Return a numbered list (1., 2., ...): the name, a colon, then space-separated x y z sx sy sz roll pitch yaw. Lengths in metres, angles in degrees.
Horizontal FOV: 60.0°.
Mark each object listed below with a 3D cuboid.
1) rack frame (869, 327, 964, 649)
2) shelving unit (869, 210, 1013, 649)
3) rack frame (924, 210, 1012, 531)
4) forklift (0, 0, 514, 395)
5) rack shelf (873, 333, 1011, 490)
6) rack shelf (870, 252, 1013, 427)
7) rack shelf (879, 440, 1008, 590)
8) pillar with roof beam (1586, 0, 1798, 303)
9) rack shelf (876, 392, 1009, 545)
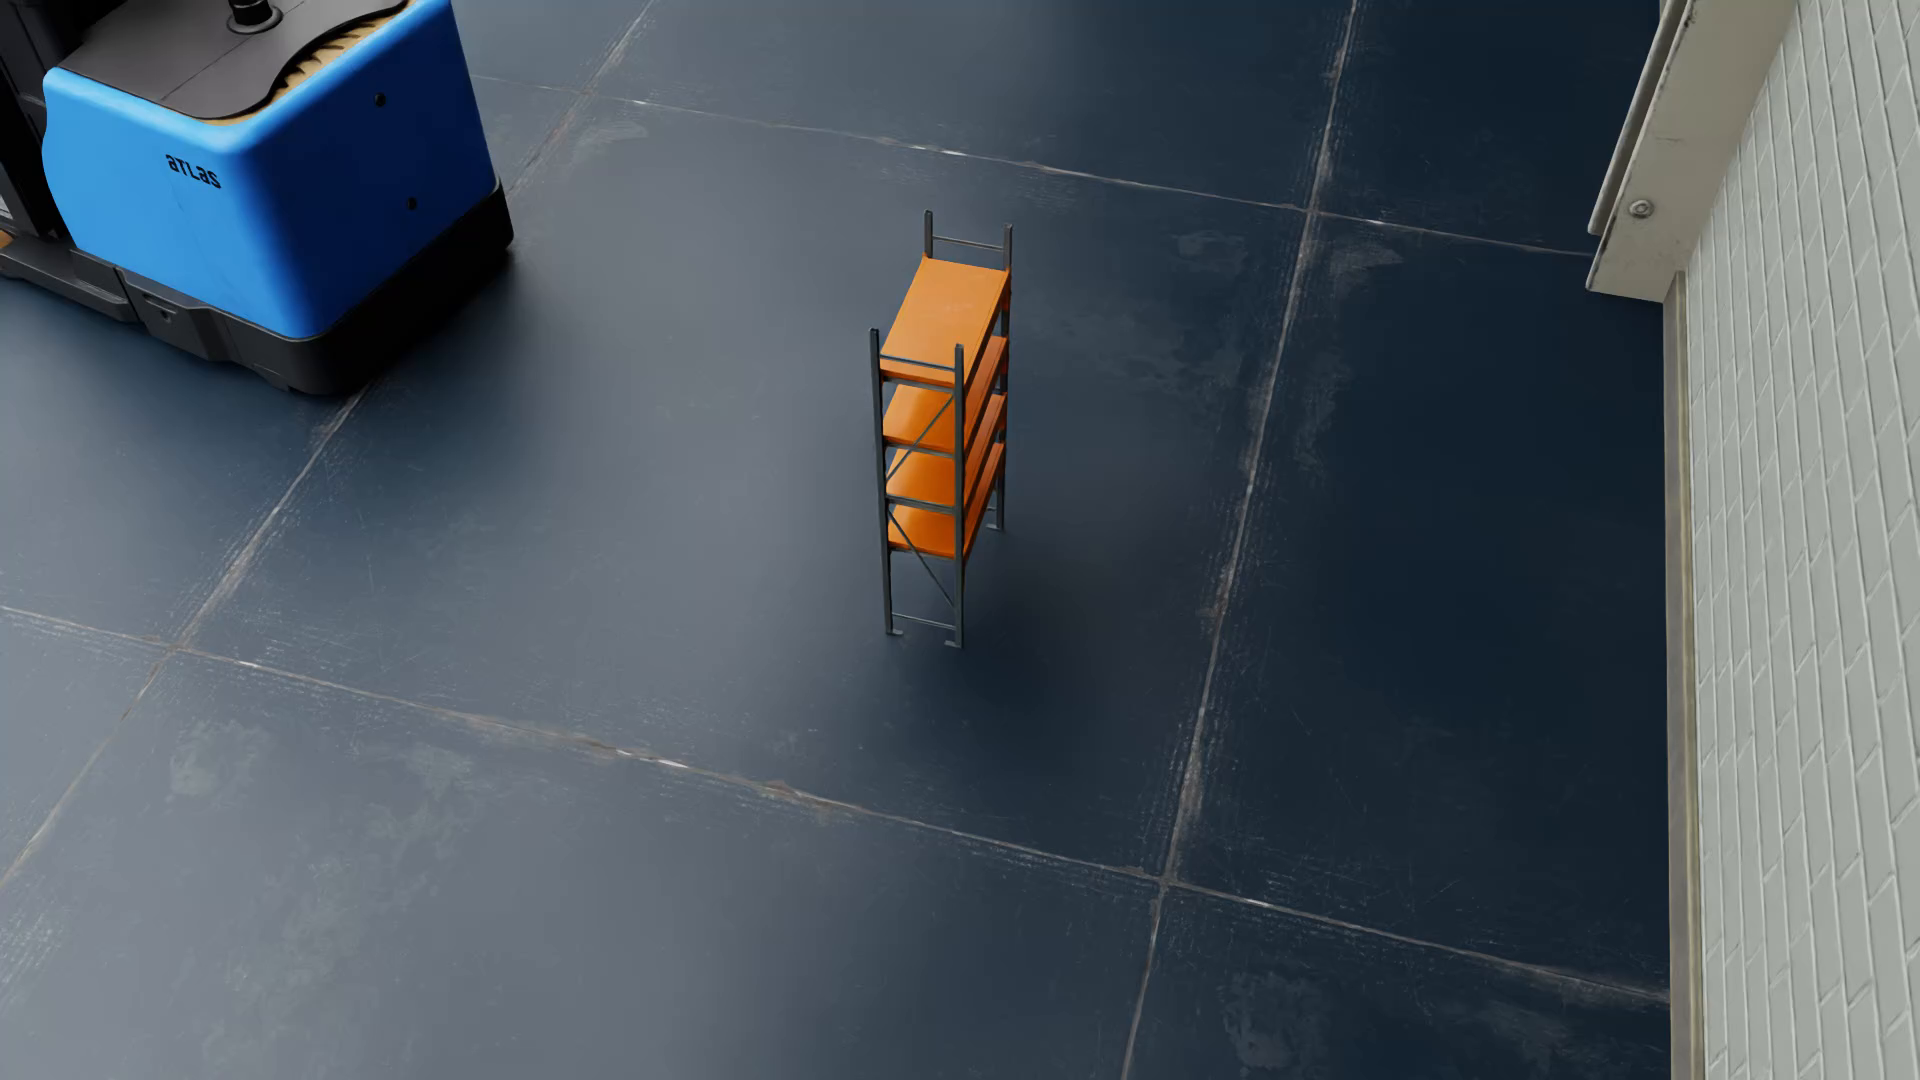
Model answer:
1. rack frame: -0.108 -0.101 4.539 0.240 1.200 0.015 12 50 10
2. shelving unit: -0.044 -0.277 4.694 0.258 1.200 0.503 12 50 10
3. rack frame: 0.021 -0.454 4.850 0.240 1.200 0.015 12 50 10
4. forklift: -3.192 -2.267 5.296 3.031 2.935 1.130 22 52 18
5. rack shelf: -0.044 -0.381 4.577 0.258 0.148 0.480 12 50 10
6. rack shelf: -0.044 -0.537 4.400 0.258 0.148 0.480 12 50 10
7. rack shelf: -0.044 -0.101 4.894 0.258 0.148 0.480 12 50 10
8. pillar with roof beam: -1.674 -4.851 3.529 9.100 9.000 0.400 12 50 10
9. rack shelf: -0.044 -0.233 4.745 0.258 0.148 0.480 12 50 10
